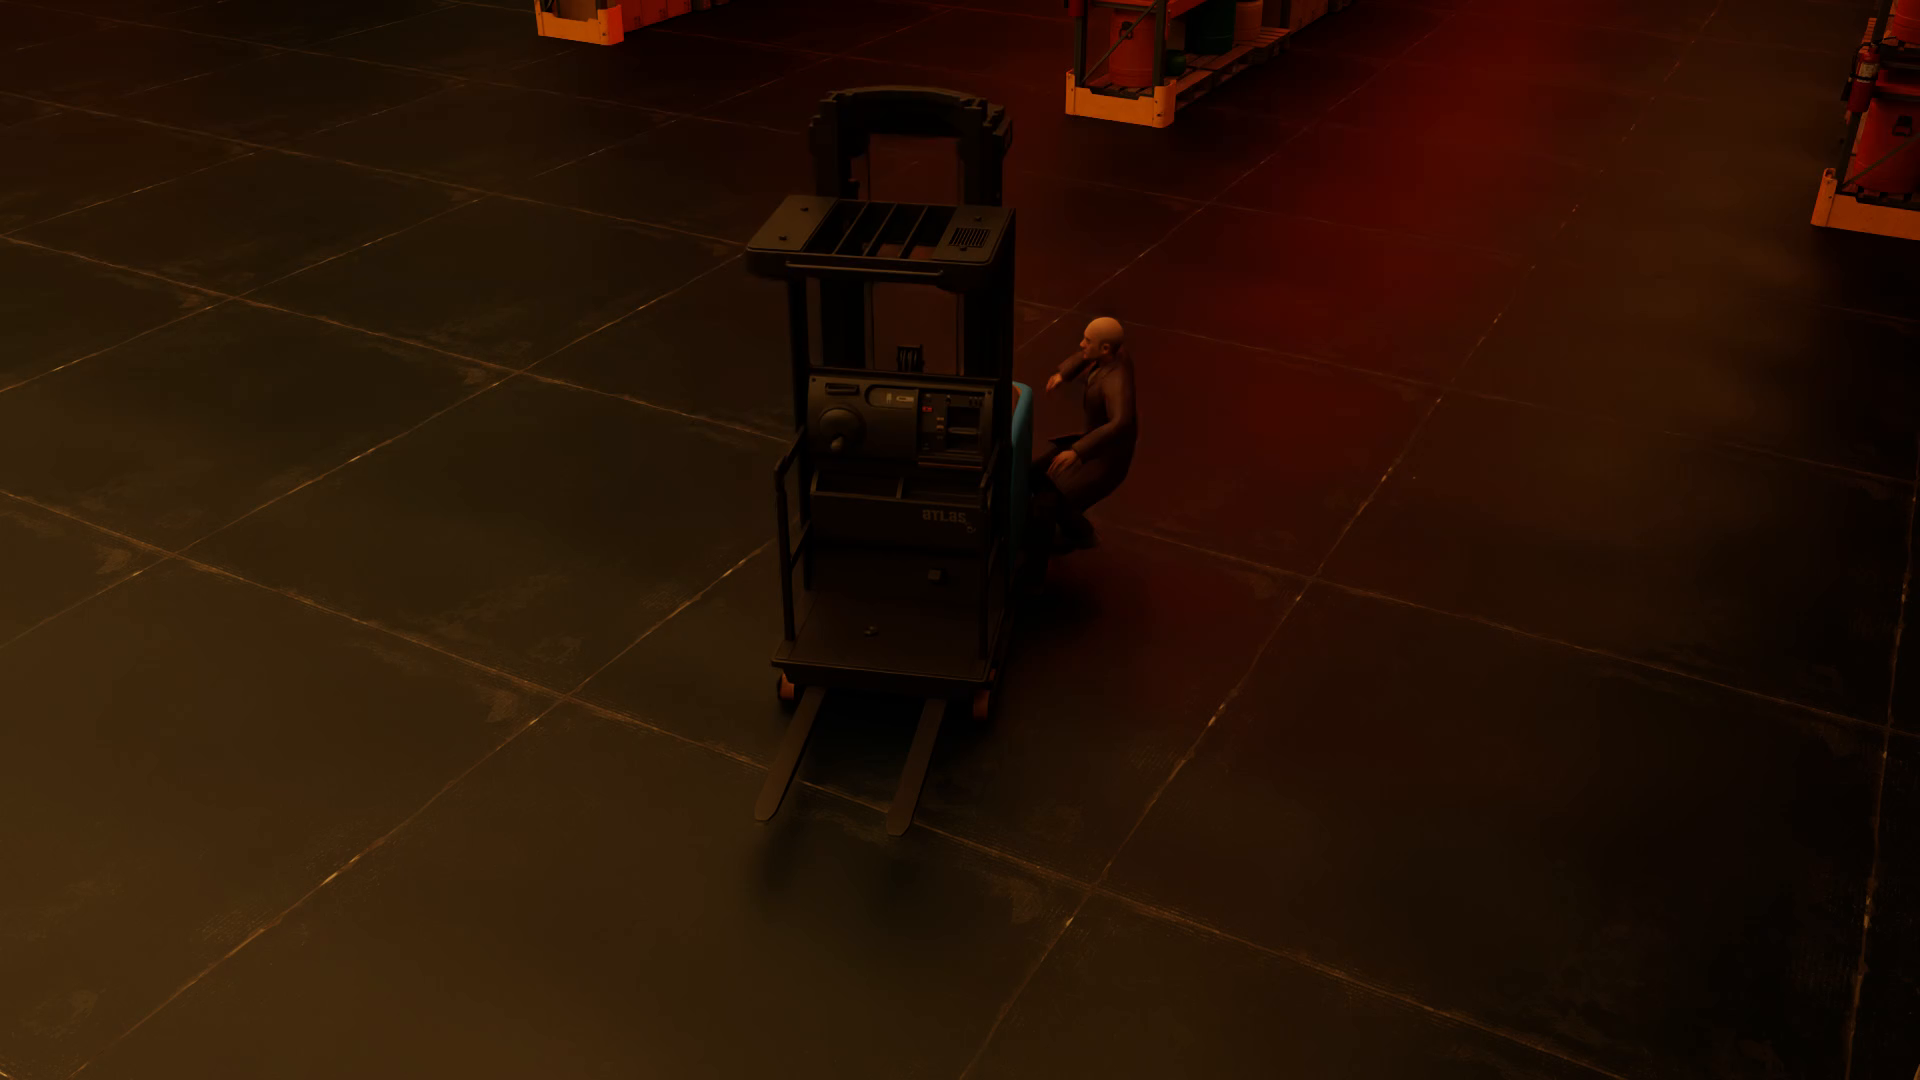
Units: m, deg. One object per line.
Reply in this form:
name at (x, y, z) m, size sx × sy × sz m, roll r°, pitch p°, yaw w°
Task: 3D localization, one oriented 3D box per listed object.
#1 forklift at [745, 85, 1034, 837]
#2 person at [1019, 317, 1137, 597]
forklift at (-0.329, -0.549, 8.021) m, size 1.130 × 2.935 × 3.031 m, roll 5°, pitch 30°, yaw 8°
person at (0.545, -0.475, 9.217) m, size 0.854 × 1.612 × 1.125 m, roll 1°, pitch 30°, yaw 2°
